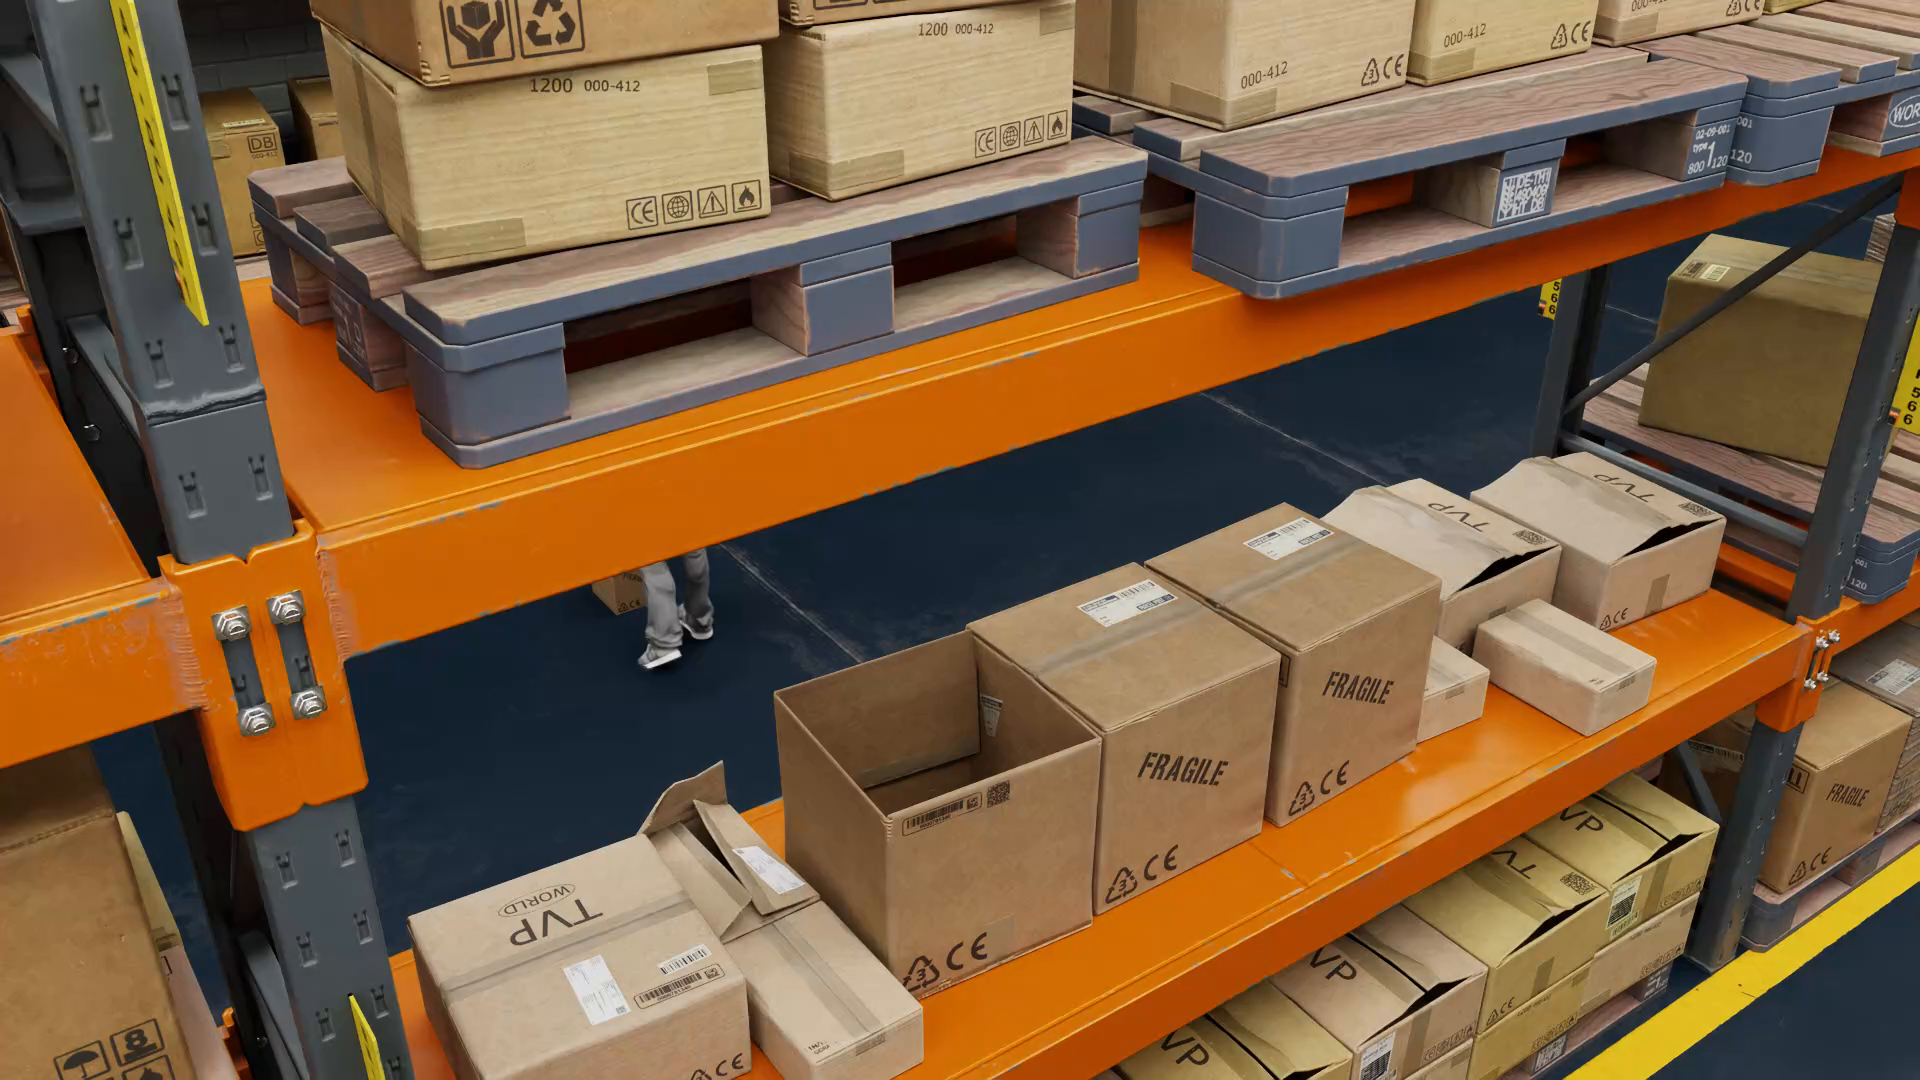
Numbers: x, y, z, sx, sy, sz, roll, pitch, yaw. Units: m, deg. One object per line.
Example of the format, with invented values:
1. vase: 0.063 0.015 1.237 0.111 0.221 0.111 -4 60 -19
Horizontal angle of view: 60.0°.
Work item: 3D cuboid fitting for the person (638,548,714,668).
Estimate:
1. person: -1.183 -0.242 6.626 0.414 1.662 0.408 -18 34 -29
